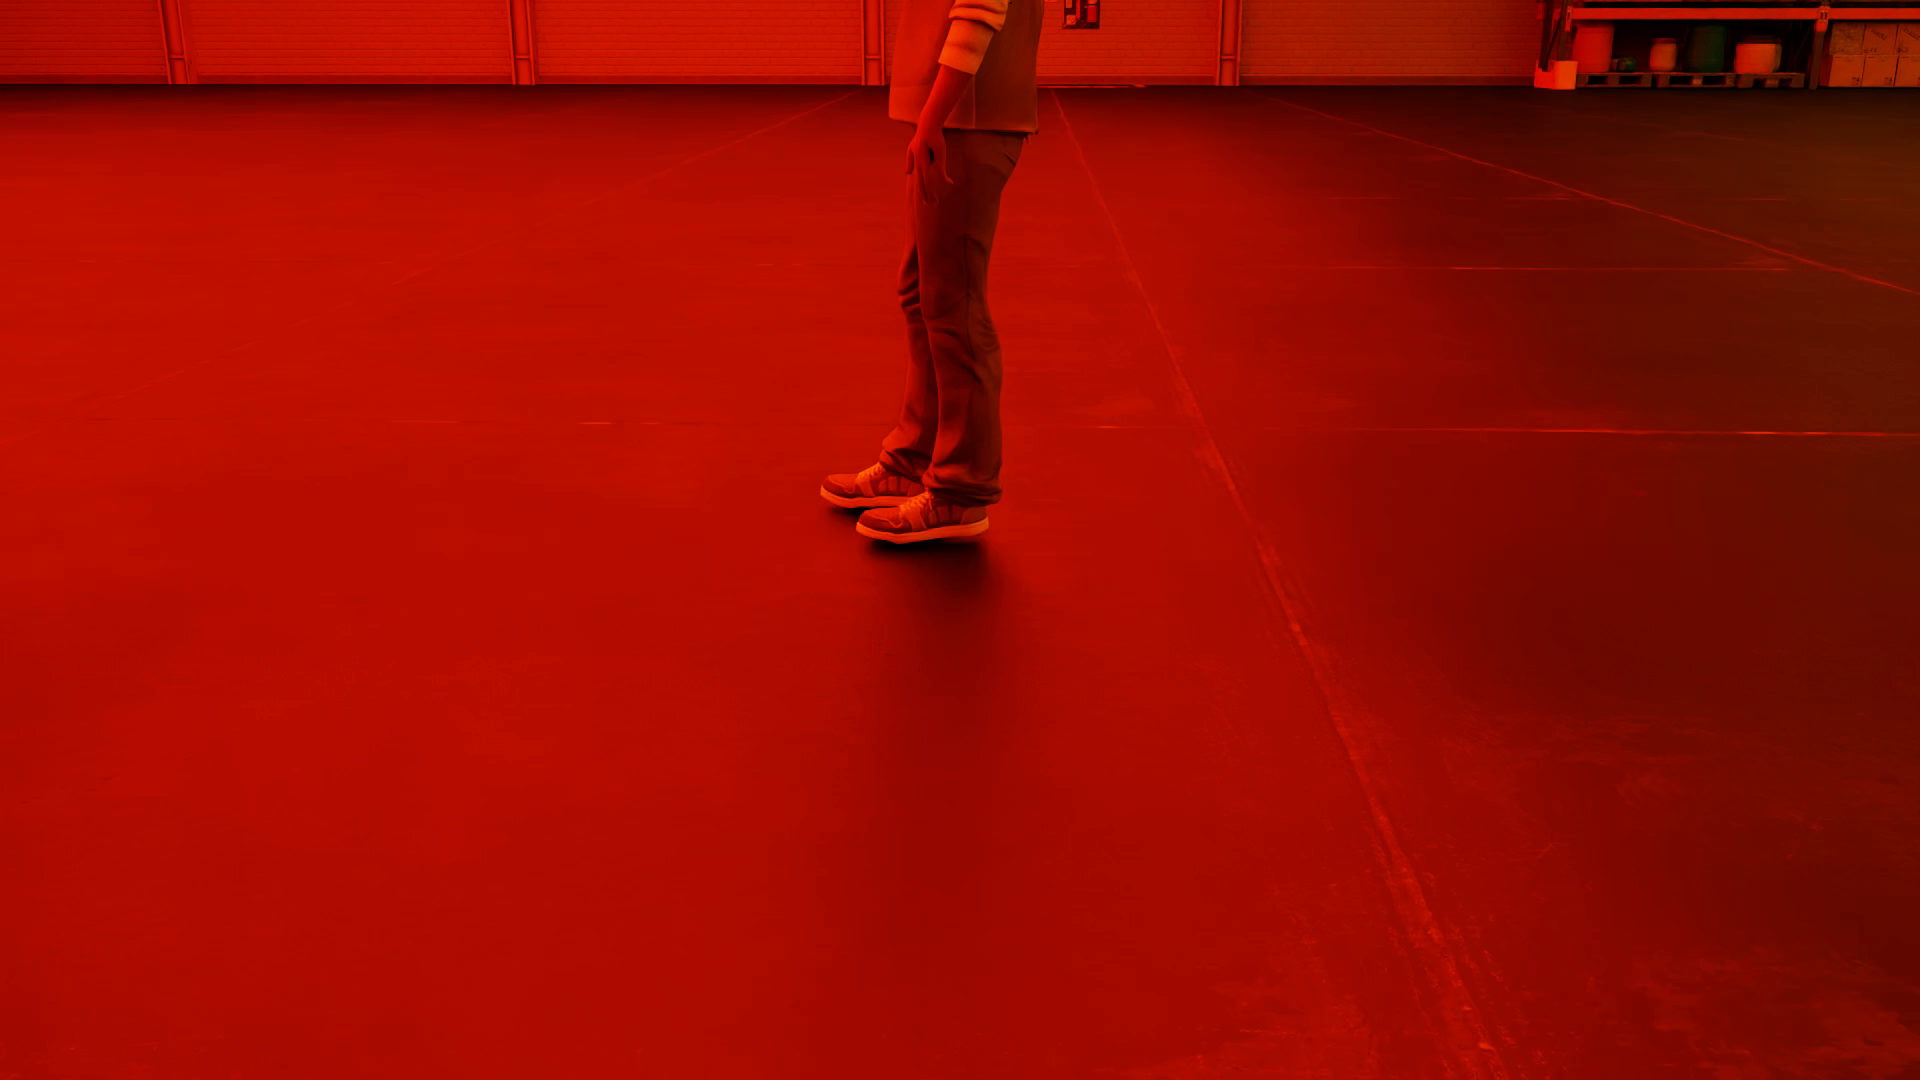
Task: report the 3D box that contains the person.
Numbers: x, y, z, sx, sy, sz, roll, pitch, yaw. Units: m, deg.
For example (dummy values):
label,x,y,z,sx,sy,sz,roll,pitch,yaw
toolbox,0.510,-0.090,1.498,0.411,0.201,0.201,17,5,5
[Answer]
label,x,y,z,sx,sy,sz,roll,pitch,yaw
person,-0.074,-0.774,3.148,0.473,1.599,0.521,1,17,2
